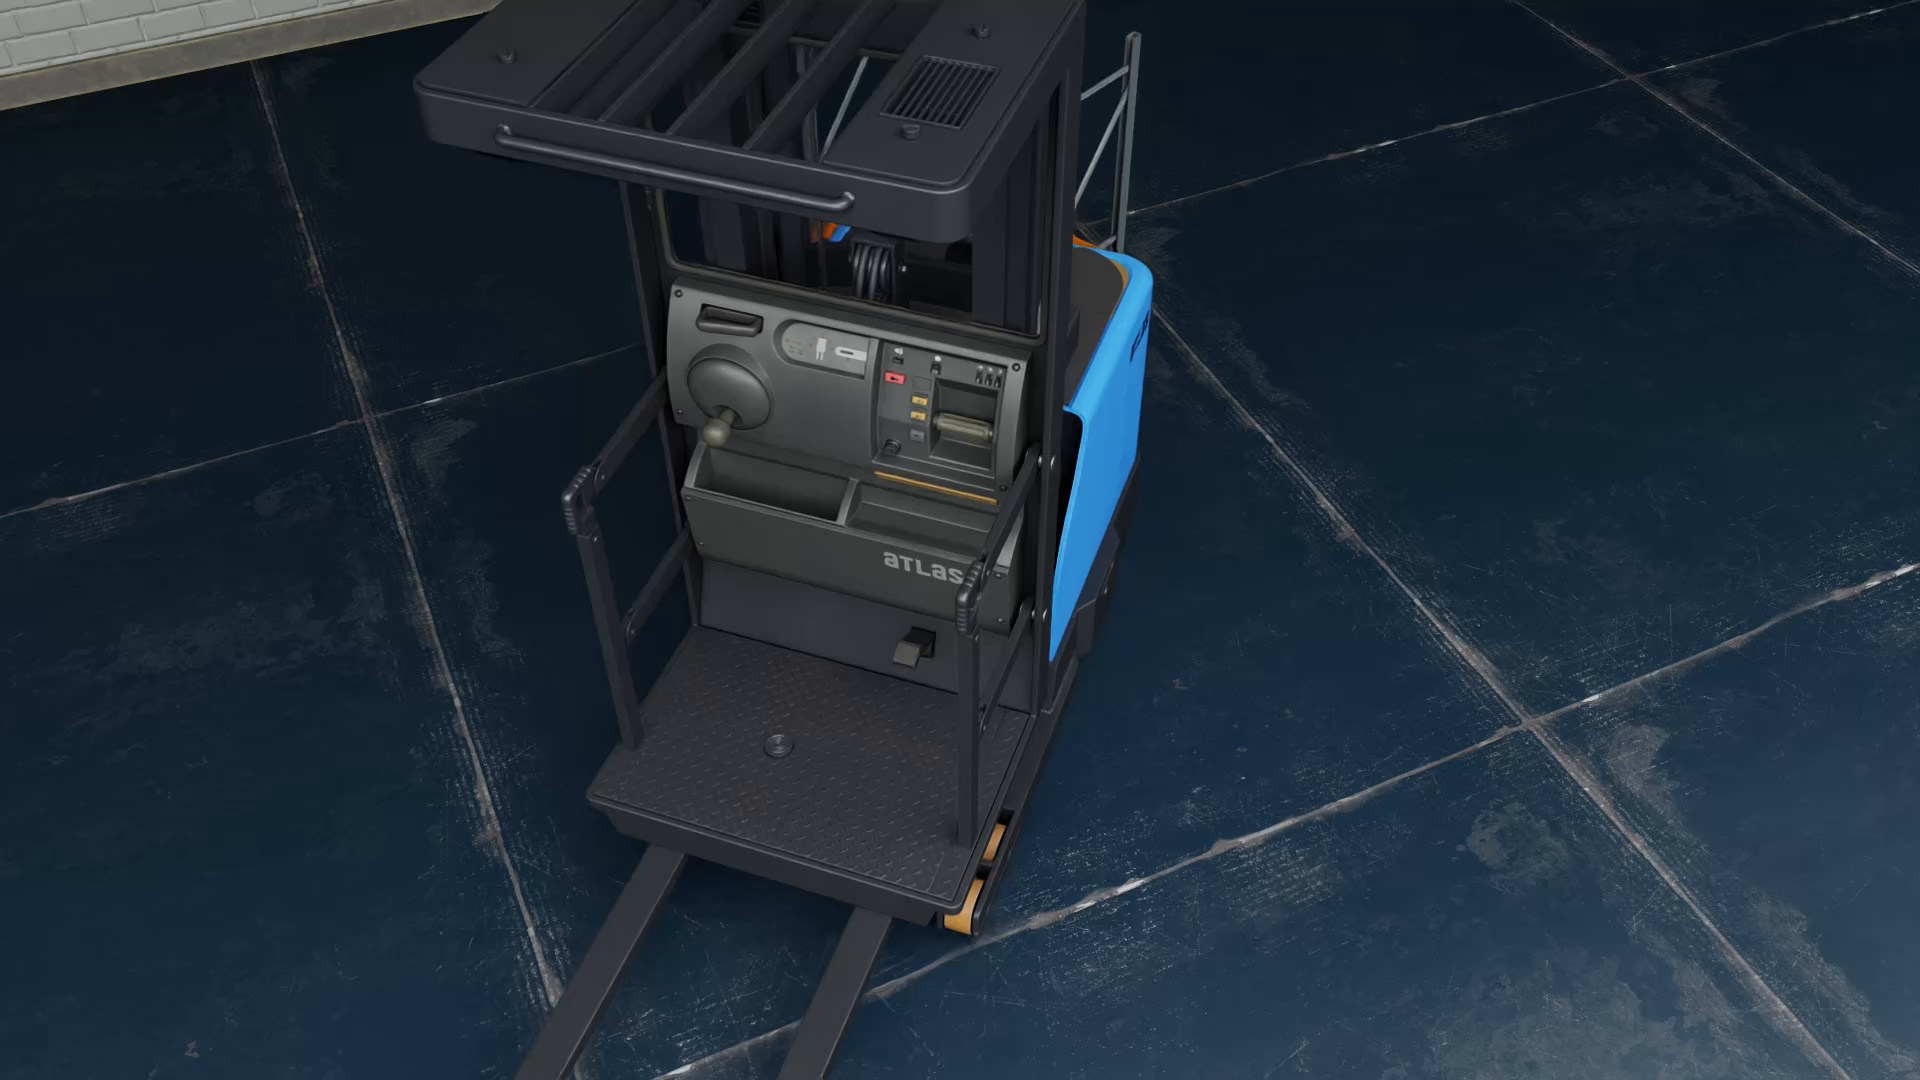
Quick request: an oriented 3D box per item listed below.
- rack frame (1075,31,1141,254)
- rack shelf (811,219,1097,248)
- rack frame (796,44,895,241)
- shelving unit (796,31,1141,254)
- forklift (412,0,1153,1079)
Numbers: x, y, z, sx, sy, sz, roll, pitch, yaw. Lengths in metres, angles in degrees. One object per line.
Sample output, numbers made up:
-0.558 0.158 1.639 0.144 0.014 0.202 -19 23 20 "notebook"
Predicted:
0.397 -0.929 5.624 0.032 1.500 0.500 31 52 28 "rack frame"
0.010 -1.033 5.985 1.000 0.185 0.538 31 52 28 "rack shelf"
-0.376 -1.393 6.094 0.032 1.500 0.500 31 52 28 "rack frame"
0.017 -1.157 5.855 1.083 1.500 0.587 31 52 28 "shelving unit"
-0.359 -0.278 3.945 1.130 2.935 3.031 14 46 14 "forklift"
